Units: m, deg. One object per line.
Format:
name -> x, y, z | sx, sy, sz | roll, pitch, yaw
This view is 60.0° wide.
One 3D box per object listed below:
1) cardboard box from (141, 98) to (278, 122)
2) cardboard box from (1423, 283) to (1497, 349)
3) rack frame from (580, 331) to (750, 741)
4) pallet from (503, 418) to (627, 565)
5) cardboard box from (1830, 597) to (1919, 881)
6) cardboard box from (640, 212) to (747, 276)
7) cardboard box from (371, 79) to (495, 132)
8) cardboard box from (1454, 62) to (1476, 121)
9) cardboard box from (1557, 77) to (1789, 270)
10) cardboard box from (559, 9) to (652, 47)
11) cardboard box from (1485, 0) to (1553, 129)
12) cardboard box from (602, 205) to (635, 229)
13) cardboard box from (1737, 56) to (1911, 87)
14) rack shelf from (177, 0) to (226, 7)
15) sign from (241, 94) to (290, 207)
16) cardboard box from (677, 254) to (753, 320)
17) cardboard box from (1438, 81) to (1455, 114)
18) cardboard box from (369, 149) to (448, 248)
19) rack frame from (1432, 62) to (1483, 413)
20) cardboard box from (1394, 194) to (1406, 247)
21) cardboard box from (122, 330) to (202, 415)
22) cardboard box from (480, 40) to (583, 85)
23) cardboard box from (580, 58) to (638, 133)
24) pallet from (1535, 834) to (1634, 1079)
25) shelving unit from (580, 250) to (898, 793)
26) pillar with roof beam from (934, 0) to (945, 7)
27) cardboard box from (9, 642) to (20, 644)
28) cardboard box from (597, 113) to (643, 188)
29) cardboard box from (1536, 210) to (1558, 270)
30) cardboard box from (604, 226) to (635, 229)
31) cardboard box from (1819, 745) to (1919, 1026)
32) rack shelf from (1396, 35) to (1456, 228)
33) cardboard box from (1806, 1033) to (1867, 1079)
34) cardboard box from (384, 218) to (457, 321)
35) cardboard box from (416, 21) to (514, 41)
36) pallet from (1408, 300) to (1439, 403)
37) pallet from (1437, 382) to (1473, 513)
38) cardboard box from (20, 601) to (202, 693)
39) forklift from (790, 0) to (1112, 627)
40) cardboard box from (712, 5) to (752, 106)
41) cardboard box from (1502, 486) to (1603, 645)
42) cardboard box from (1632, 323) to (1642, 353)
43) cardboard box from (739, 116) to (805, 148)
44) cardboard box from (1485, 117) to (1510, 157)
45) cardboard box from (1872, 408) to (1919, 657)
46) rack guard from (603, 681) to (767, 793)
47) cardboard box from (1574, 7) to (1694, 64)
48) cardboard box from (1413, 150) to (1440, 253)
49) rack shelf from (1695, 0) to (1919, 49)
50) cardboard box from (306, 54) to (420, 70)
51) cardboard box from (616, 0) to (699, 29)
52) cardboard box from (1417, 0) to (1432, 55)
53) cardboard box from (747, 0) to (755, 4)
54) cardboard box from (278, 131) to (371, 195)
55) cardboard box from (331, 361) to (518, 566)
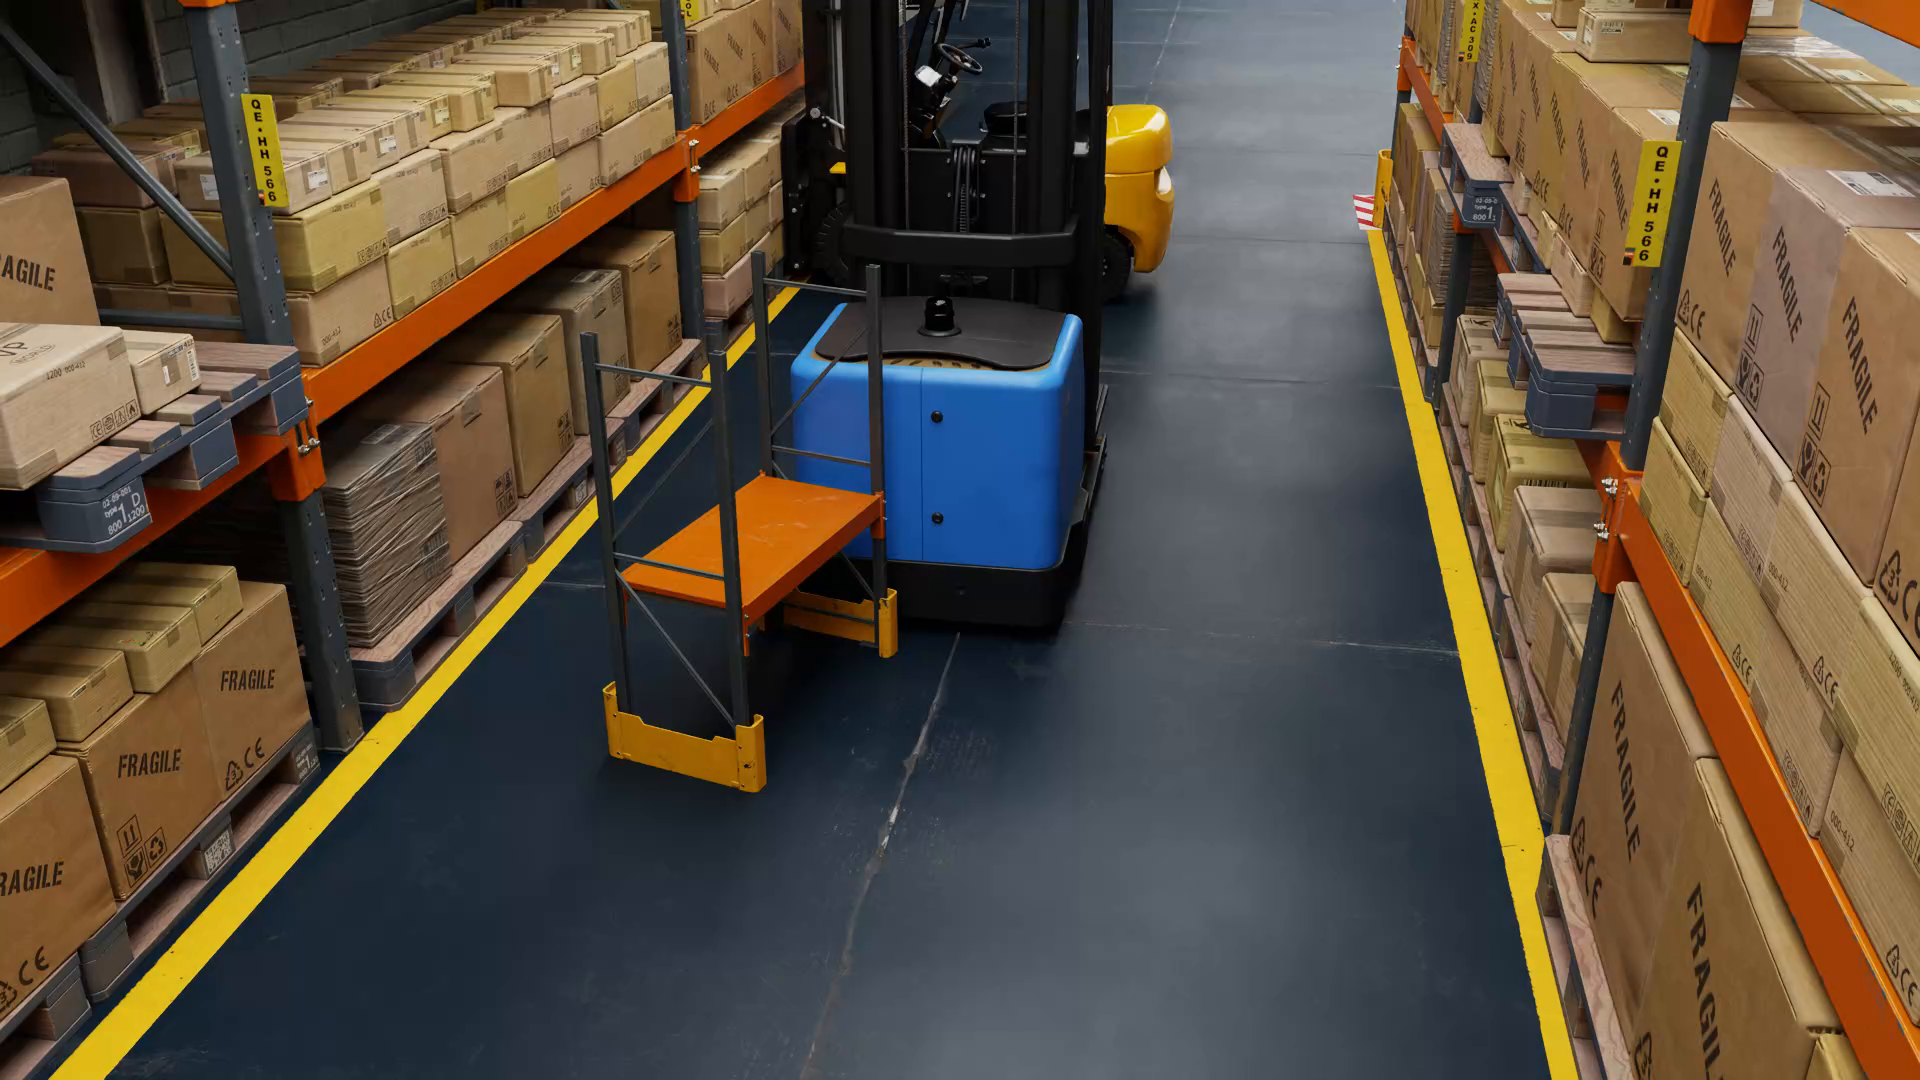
cardboard box -> -2.715, -1.502, 6.038 | 0.380, 0.149, 0.250 | 4, 25, 7
cardboard box -> 2.808, -1.226, 9.079 | 0.500, 0.250, 0.500 | 5, 26, 11
rack frame -> -0.921, 0.090, 5.289 | 0.500, 1.500, 0.032 | 11, 27, 22
pallet -> -2.200, -0.272, 7.582 | 1.003, 0.211, 1.213 | 4, 25, 9
cardboard box -> 1.722, 0.329, 2.596 | 0.500, 0.250, 0.500 | 4, 25, 9
cardboard box -> -1.537, -1.710, 9.522 | 0.500, 0.250, 0.500 | 4, 25, 8
cardboard box -> -2.031, -1.677, 6.411 | 0.380, 0.149, 0.250 | 5, 25, 10
cardboard box -> 2.804, -2.398, 8.366 | 0.500, 0.500, 0.500 | 3, 25, 7
cardboard box -> 2.197, -1.139, 5.180 | 0.500, 0.500, 0.500 | 4, 25, 8
cardboard box -> -1.758, -2.538, 8.251 | 0.380, 0.149, 0.250 | 5, 26, 10
cardboard box -> 2.536, -2.000, 7.019 | 0.500, 0.500, 0.500 | 4, 25, 9
cardboard box -> -2.031, -1.974, 9.498 | 0.500, 0.250, 0.500 | 5, 25, 10
cardboard box -> 2.783, -1.325, 5.579 | 0.500, 0.500, 0.500 | 4, 25, 9
rack shelf -> -2.901, -0.881, 2.904 | 1.077, 0.370, 4.000 | 4, 25, 9
sign -> -2.038, -1.139, 4.873 | 0.100, 0.325, 0.005 | 4, 25, 9
cardboard box -> -1.515, -1.482, 9.625 | 0.500, 0.250, 0.500 | 4, 25, 9
cardboard box -> 2.891, -2.482, 9.311 | 0.380, 0.149, 0.250 | 4, 25, 8
cardboard box -> -2.178, -1.221, 5.907 | 0.500, 0.250, 0.500 | 5, 26, 10
rack frame -> 2.977, -2.015, 8.017 | 1.000, 3.000, 0.127 | 4, 25, 9
cardboard box -> 3.135, -2.102, 10.950 | 0.500, 0.250, 0.500 | 5, 26, 10
cardboard box -> -2.303, -0.460, 4.494 | 0.380, 0.149, 0.250 | 4, 25, 9
cardboard box -> -1.891, -2.106, 7.328 | 0.380, 0.149, 0.250 | 3, 25, 7
cardboard box -> -1.826, -2.077, 7.737 | 0.500, 0.250, 0.500 | 3, 25, 7
pallet -> 2.120, 1.245, 4.340 | 1.003, 0.211, 1.213 | 4, 25, 9
shelving unit -> -0.718, -0.104, 5.703 | 0.587, 1.500, 1.083 | 11, 27, 22
pillar with roof beam -> 3.938, -11.239, 20.647 | 9.100, 9.000, 0.400 | 4, 25, 9
cardboard box -> -3.020, 0.618, 4.844 | 0.500, 0.500, 0.500 | 4, 25, 9
cardboard box -> -1.822, -1.850, 7.841 | 0.500, 0.250, 0.500 | 4, 25, 8
cardboard box -> 2.194, -1.018, 5.688 | 0.380, 0.149, 0.250 | 4, 25, 9
cardboard box -> -2.043, -1.747, 9.601 | 0.500, 0.250, 0.500 | 3, 25, 7
cardboard box -> 1.760, 0.555, 2.704 | 0.500, 0.250, 0.500 | 4, 25, 9
rack shelf -> 3.304, -2.526, 9.956 | 1.077, 0.370, 4.000 | 4, 25, 9
cardboard box -> 1.832, 1.460, 2.604 | 0.875, 0.875, 0.875 | 5, 26, 10
cardboard box -> -2.174, -0.995, 6.015 | 0.500, 0.250, 0.500 | 3, 25, 7
cardboard box -> -2.327, -2.351, 7.852 | 0.380, 0.149, 0.250 | 4, 25, 8
pallet -> 3.052, -1.035, 9.213 | 1.003, 0.211, 1.213 | 4, 25, 9
pallet -> 2.851, -0.426, 7.912 | 1.003, 0.211, 1.213 | 4, 25, 9
cardboard box -> -2.419, 0.304, 4.750 | 0.380, 0.149, 0.250 | 3, 25, 6
forklift -> 0.102, -1.591, 7.192 | 1.130, 2.935, 3.031 | 4, 25, 8
cardboard box -> -1.522, -2.789, 9.553 | 0.500, 0.500, 0.500 | 4, 25, 9
cardboard box -> 2.538, 0.113, 6.075 | 0.950, 0.372, 0.625 | 4, 25, 8
cardboard box -> 2.145, -0.572, 4.735 | 0.380, 0.149, 0.250 | 5, 26, 10
cardboard box -> -1.275, -2.577, 10.785 | 0.500, 0.250, 0.500 | 4, 25, 7
cardboard box -> 2.525, -1.778, 7.312 | 0.380, 0.149, 0.250 | 5, 25, 10
cardboard box -> 1.744, -0.017, 2.450 | 0.500, 0.500, 0.500 | 4, 25, 9
rack guard -> -0.921, 0.655, 5.555 | 0.587, 0.250, 0.087 | 11, 27, 22
cardboard box -> 2.312, -1.710, 5.635 | 0.380, 0.149, 0.250 | 3, 25, 6
cardboard box -> 2.972, -1.992, 9.831 | 0.500, 0.500, 0.500 | 5, 26, 11
rack shelf -> 1.996, -0.538, 2.172 | 1.077, 0.370, 4.000 | 4, 25, 9
cardboard box -> -2.485, -1.930, 6.952 | 0.380, 0.149, 0.250 | 4, 25, 9
cardboard box -> -1.609, -2.812, 8.835 | 0.380, 0.149, 0.250 | 4, 25, 8
cardboard box -> 3.116, -3.259, 10.206 | 0.500, 0.500, 0.500 | 4, 25, 7
cardboard box -> -1.395, -3.239, 9.747 | 0.380, 0.149, 0.250 | 4, 25, 8
cardboard box -> -2.189, -1.248, 5.495 | 0.380, 0.149, 0.250 | 5, 25, 10
cardboard box -> -2.360, -0.333, 6.729 | 0.875, 0.625, 0.625 | 5, 26, 10
